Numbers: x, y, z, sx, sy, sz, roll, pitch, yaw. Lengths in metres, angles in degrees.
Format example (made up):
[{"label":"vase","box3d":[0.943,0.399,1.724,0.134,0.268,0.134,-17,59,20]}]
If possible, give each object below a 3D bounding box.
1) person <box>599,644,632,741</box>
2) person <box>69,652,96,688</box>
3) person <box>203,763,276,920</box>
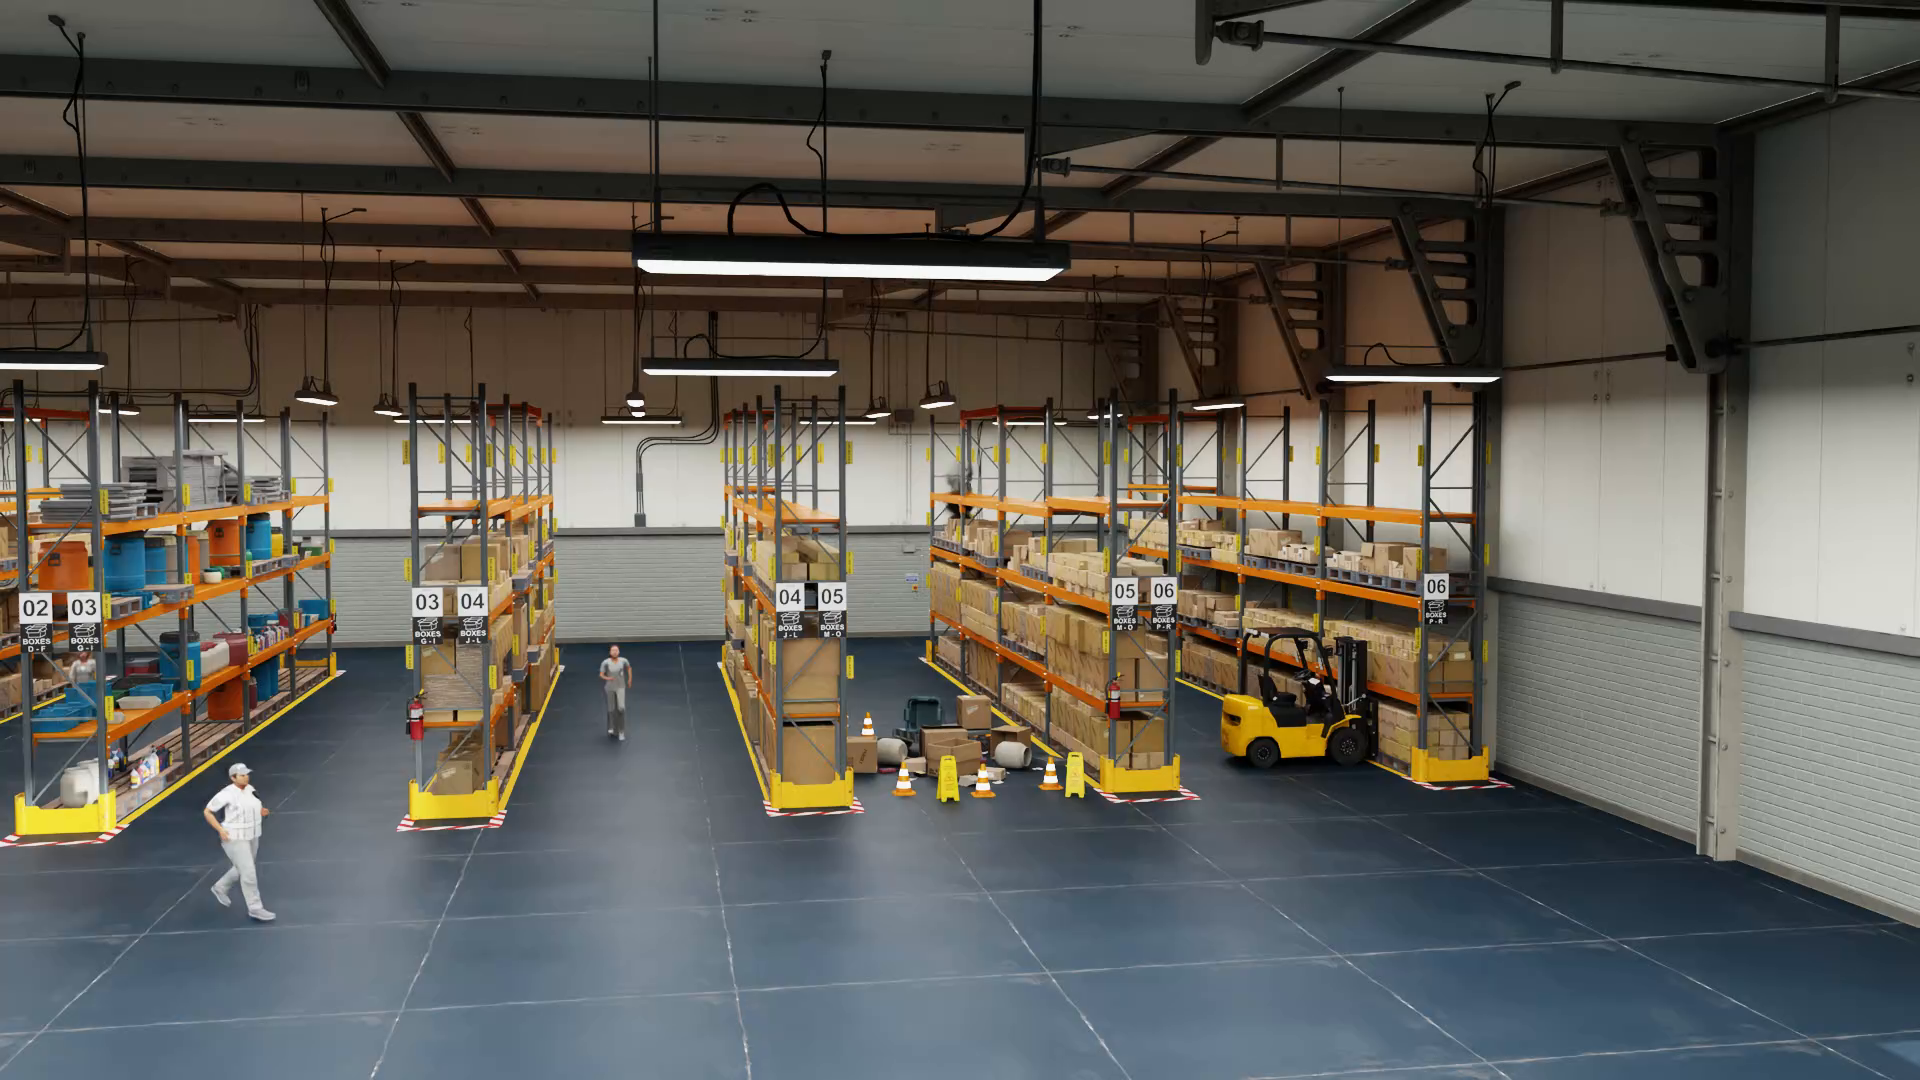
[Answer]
[{"label":"person","box3d":[-6.081,2.696,29.384,0.584,1.740,0.732,-1,3,-17]},{"label":"person","box3d":[-15.745,2.716,29.908,0.529,1.534,0.549,-1,3,-19]},{"label":"person","box3d":[-7.793,3.238,18.010,0.943,1.652,0.606,1,3,17]}]
